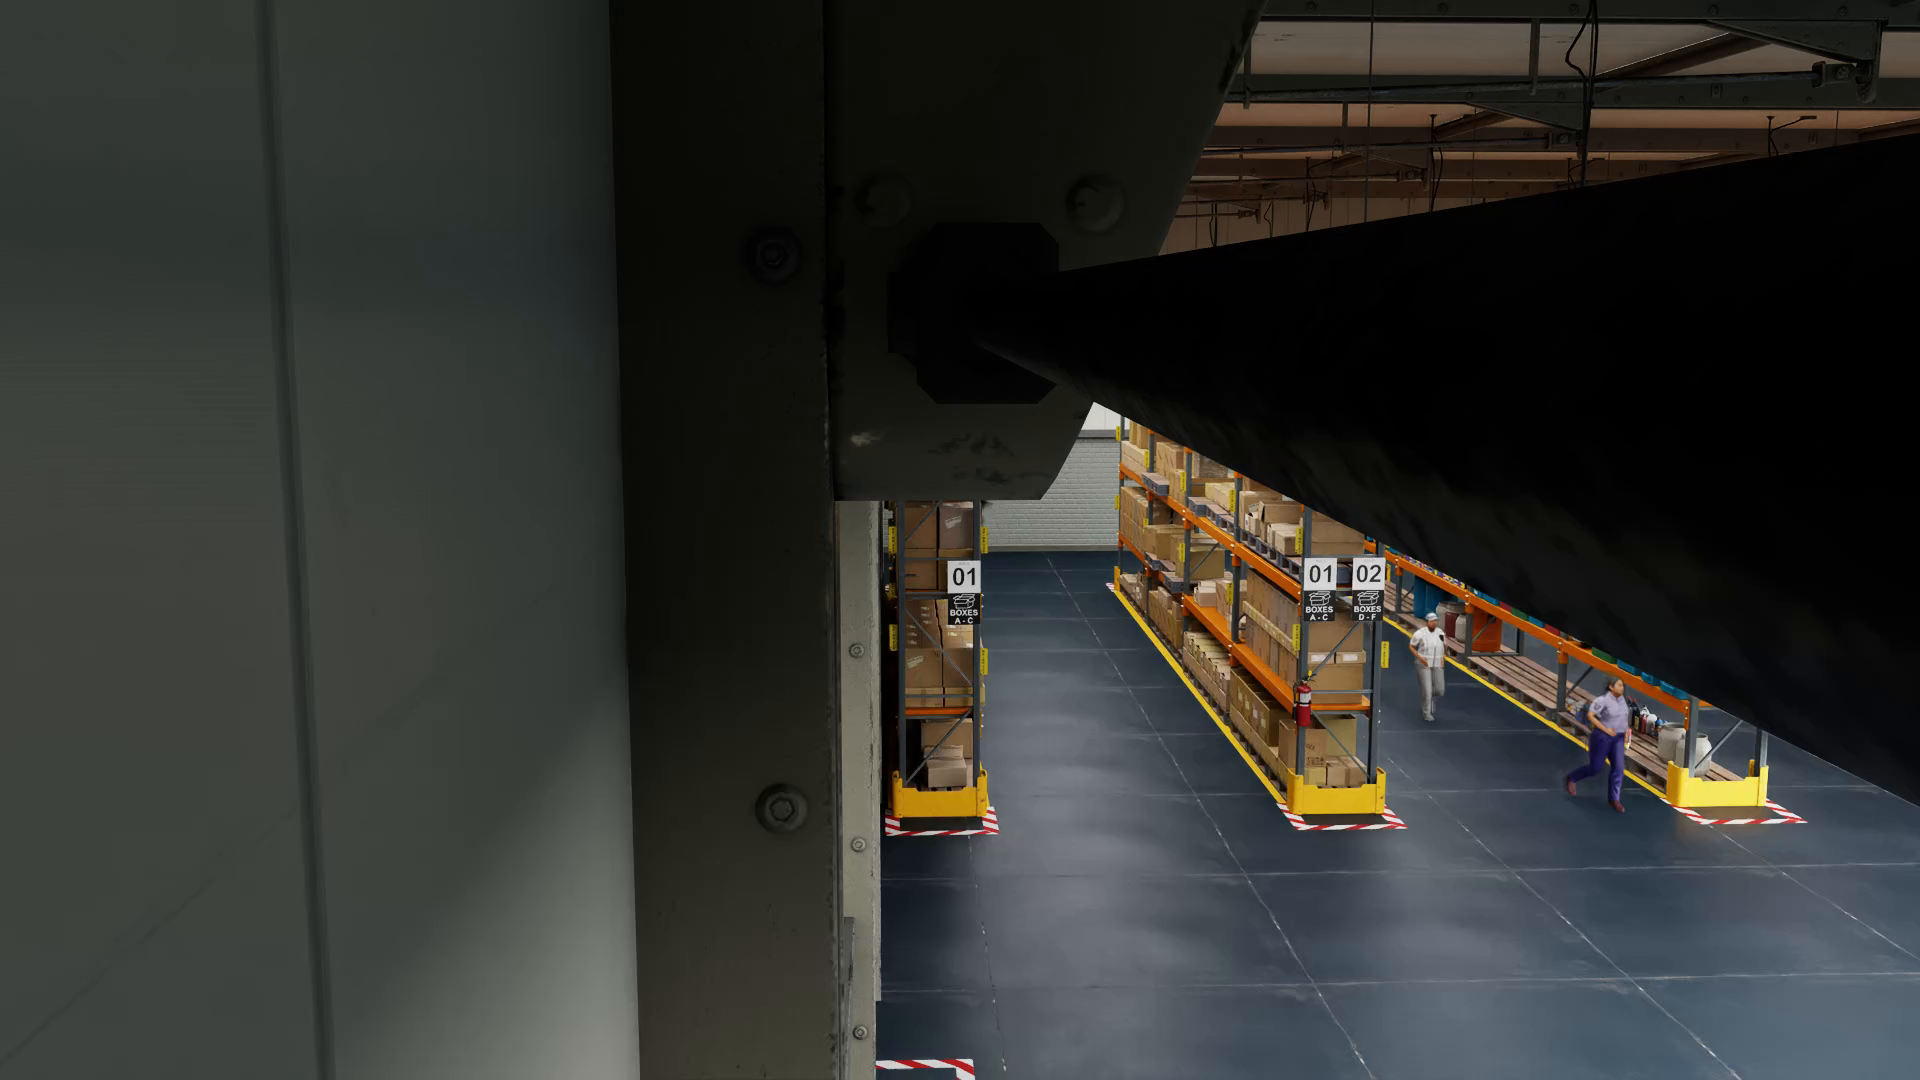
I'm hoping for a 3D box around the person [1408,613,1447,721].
[{"bbox_3d":[7.114,1.906,25.282,0.613,1.639,0.531,-1,8,-8],"label":"person"}]

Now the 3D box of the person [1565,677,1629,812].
[{"bbox_3d":[8.193,2.525,20.980,0.685,1.612,0.905,-4,9,-23],"label":"person"}]
